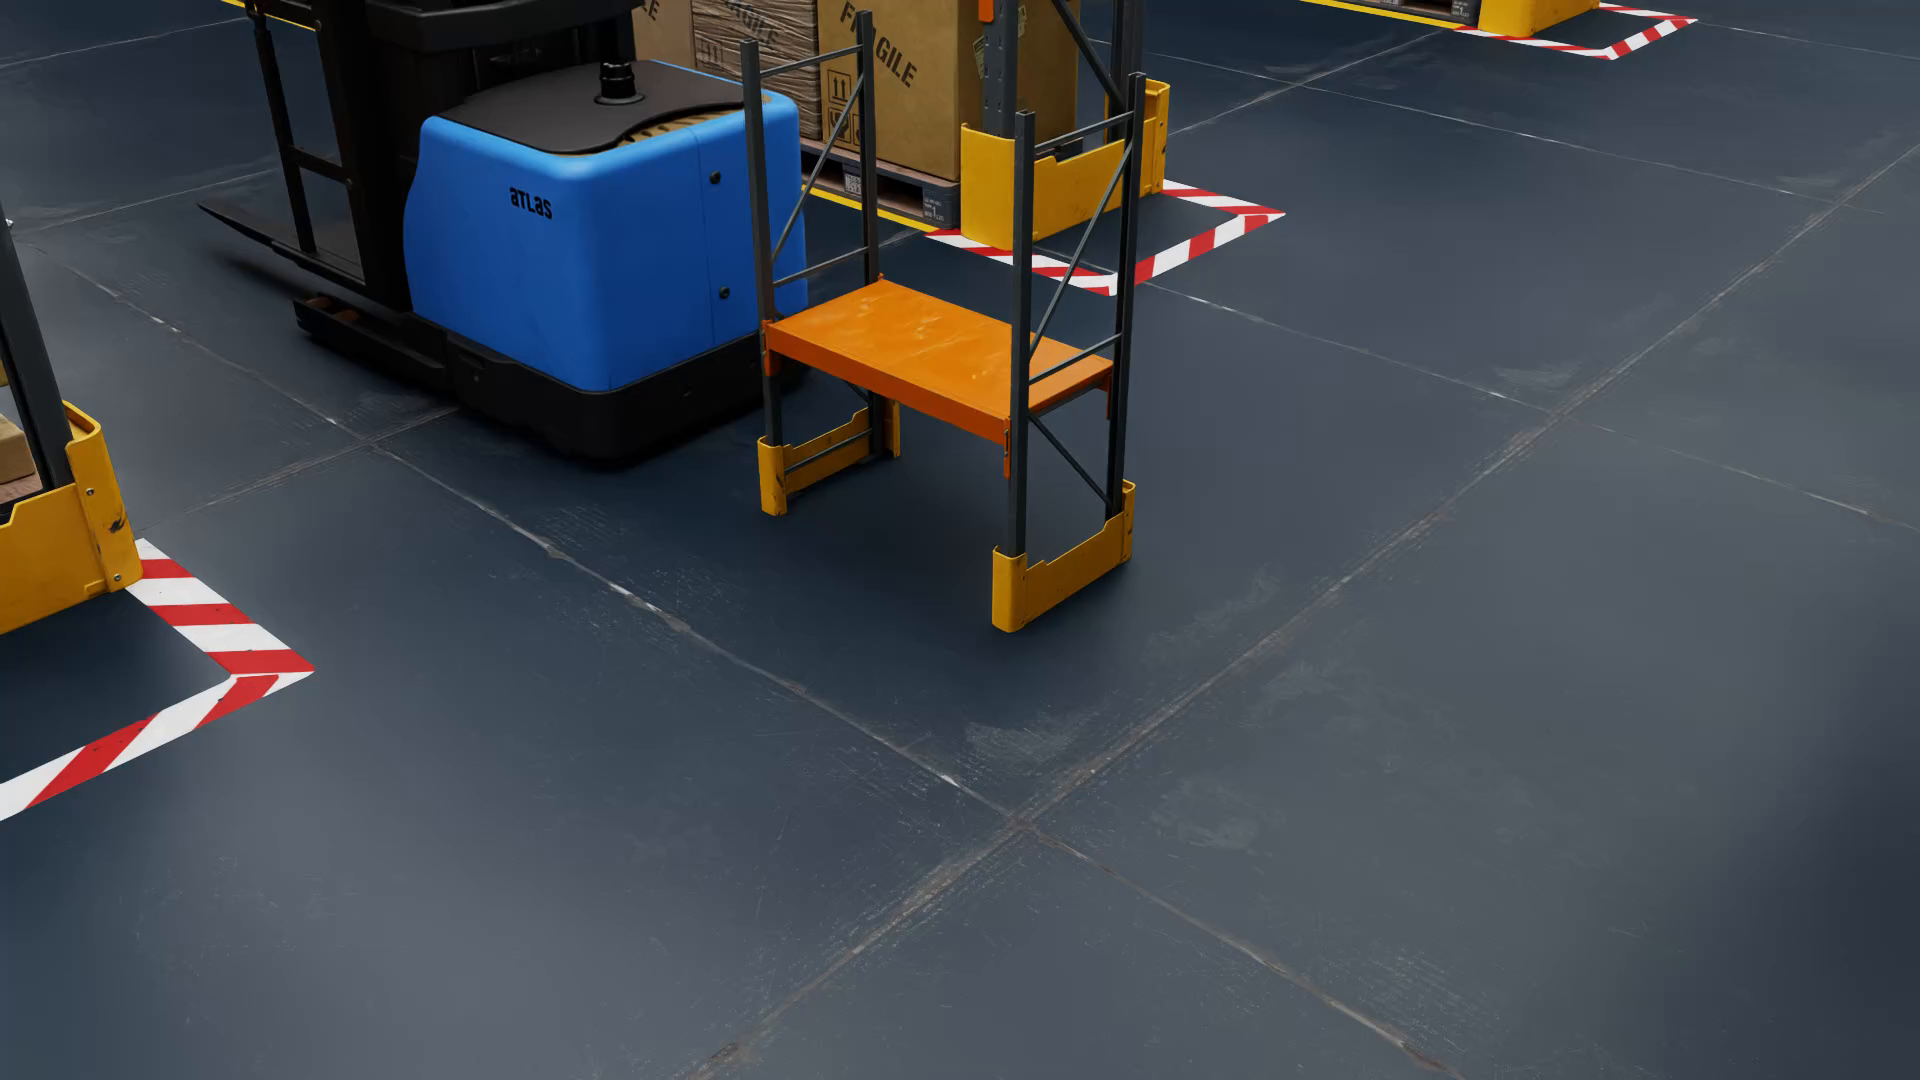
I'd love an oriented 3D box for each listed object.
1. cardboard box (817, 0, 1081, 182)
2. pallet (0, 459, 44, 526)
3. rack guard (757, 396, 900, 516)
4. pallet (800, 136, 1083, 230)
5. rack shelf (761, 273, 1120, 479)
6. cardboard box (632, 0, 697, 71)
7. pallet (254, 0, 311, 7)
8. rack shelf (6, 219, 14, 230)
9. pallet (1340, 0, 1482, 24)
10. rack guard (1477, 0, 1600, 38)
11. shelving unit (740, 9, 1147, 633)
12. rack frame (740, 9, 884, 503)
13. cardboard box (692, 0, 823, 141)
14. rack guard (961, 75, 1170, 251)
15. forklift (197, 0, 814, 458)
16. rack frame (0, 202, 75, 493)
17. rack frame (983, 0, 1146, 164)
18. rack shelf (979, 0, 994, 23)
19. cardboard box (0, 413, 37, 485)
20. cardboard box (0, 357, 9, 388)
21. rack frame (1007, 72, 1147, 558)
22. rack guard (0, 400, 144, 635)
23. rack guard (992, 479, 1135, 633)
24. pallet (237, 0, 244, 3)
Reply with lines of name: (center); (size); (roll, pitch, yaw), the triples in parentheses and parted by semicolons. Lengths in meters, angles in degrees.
cardboard box: (-0.050, -2.305, 7.824); (0.875, 0.875, 0.875); (25, 39, 35)
pallet: (-3.560, -0.109, 5.227); (1.213, 0.211, 1.003); (25, 39, 35)
rack guard: (-0.426, -0.306, 5.516); (0.087, 0.250, 0.587); (25, 39, 35)
pallet: (-0.167, -1.897, 8.196); (1.213, 0.211, 1.003); (25, 39, 35)
rack shelf: (-0.063, -0.518, 5.005); (1.000, 0.185, 0.538); (25, 39, 35)
cardboard box: (-1.384, -2.928, 8.859); (0.875, 0.875, 0.875); (25, 39, 35)
pallet: (-4.019, -3.695, 11.183); (1.213, 0.211, 1.003); (25, 39, 35)
rack shelf: (-4.407, -1.367, 5.310); (4.000, 0.370, 1.077); (25, 39, 35)
pallet: (3.217, -3.844, 11.431); (1.213, 0.211, 1.003); (25, 39, 35)
rack guard: (3.829, -3.664, 10.852); (0.348, 0.500, 1.175); (25, 39, 35)
shelving unit: (-0.057, -0.669, 4.907); (1.083, 1.500, 0.587); (25, 39, 35)
rack frame: (-0.440, -0.848, 5.204); (0.032, 1.500, 0.500); (25, 39, 35)
cardboard box: (-0.724, -2.620, 8.347); (0.875, 0.875, 0.875); (25, 39, 35)
rack guard: (0.496, -1.766, 7.698); (0.348, 0.500, 1.175); (25, 39, 35)
forklift: (-1.981, -2.162, 5.999); (3.031, 2.935, 1.130); (24, 39, 34)
rack frame: (-2.925, -0.983, 3.975); (0.127, 3.000, 1.000); (25, 39, 35)
rack frame: (0.479, -2.845, 7.067); (0.127, 3.000, 1.000); (25, 39, 35)
rack shelf: (-1.004, -3.229, 8.402); (4.000, 0.370, 1.077); (25, 39, 35)
cardboard box: (-3.098, -0.245, 5.106); (0.250, 0.149, 0.380); (26, 40, 36)
cardboard box: (-3.085, -0.508, 4.965); (0.250, 0.149, 0.380); (23, 38, 33)
rack frame: (0.314, -0.496, 4.620); (0.032, 1.500, 0.500); (25, 39, 35)
rack guard: (-2.981, 0.062, 4.663); (0.348, 0.500, 1.175); (25, 39, 35)
rack guard: (0.313, 0.039, 4.943); (0.087, 0.250, 0.587); (25, 39, 35)
pallet: (-4.919, -4.117, 11.884); (1.213, 0.211, 1.003); (25, 39, 35)
